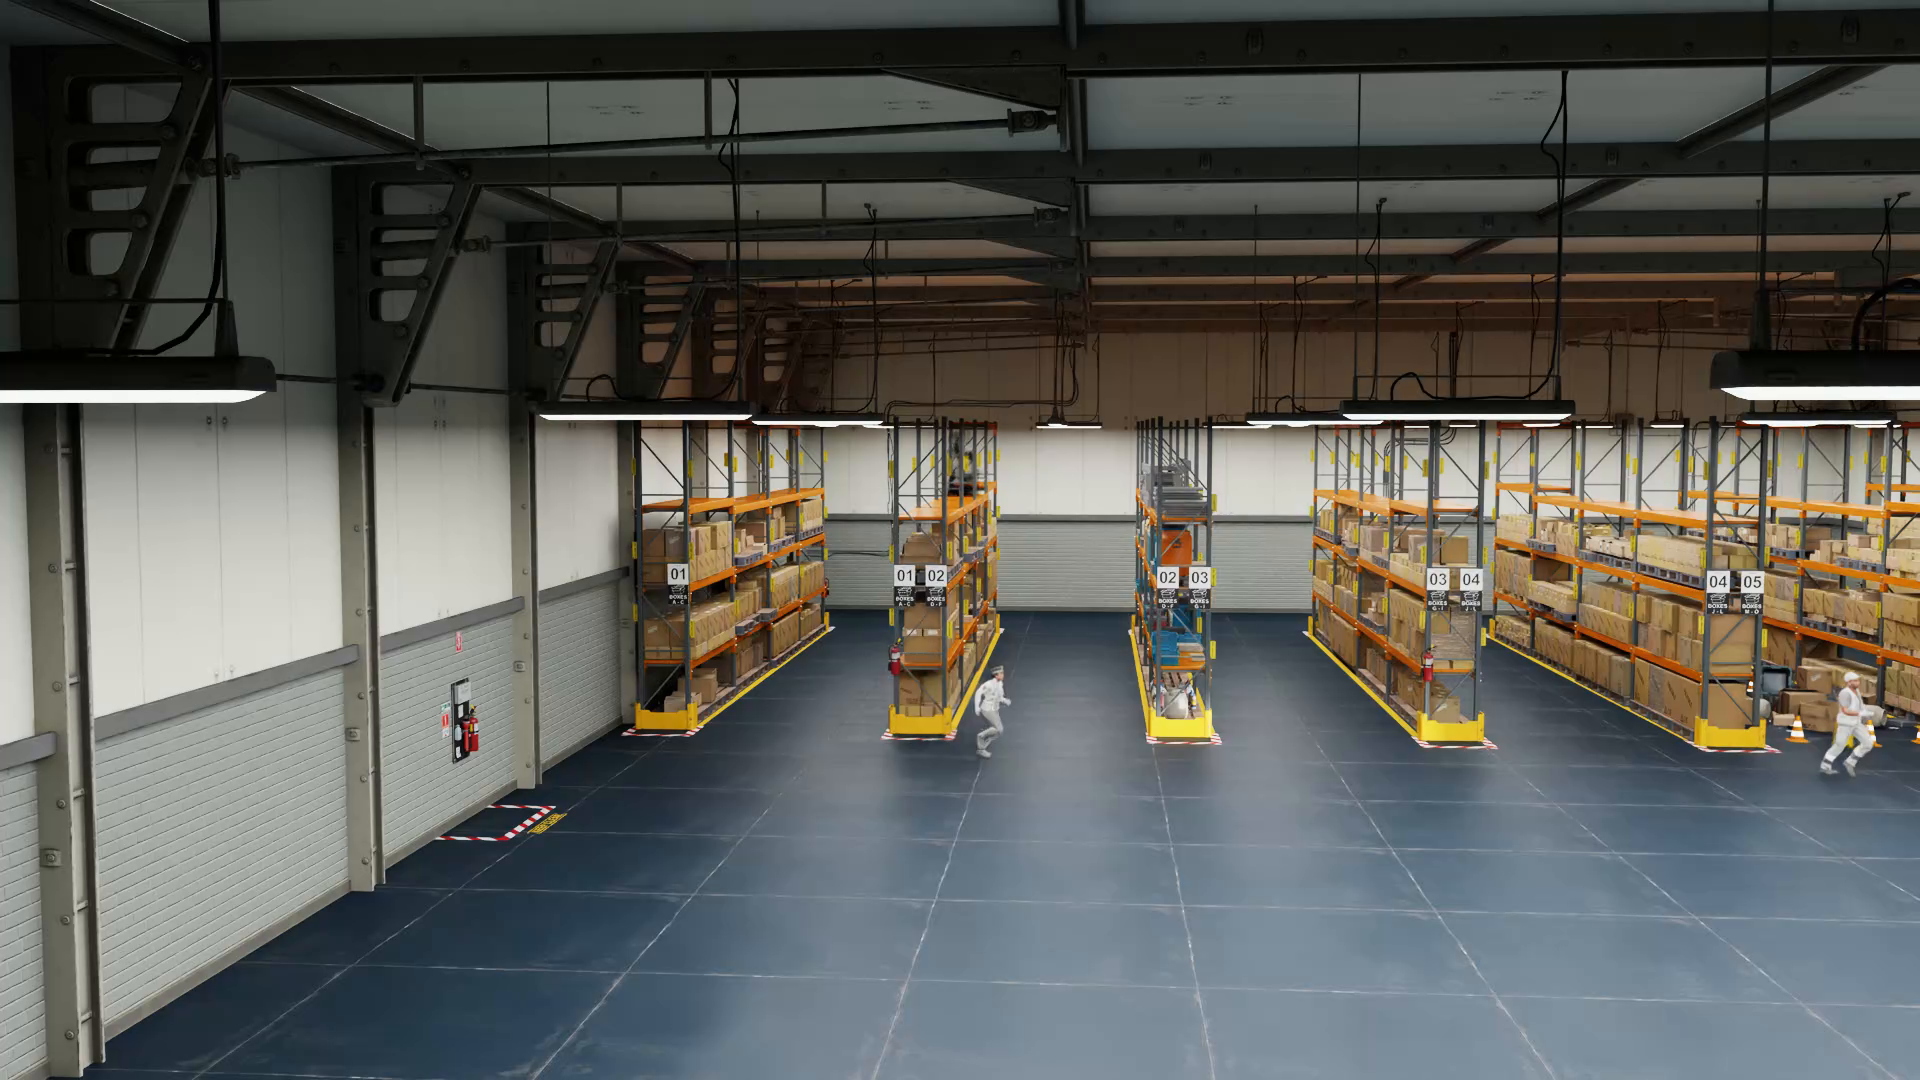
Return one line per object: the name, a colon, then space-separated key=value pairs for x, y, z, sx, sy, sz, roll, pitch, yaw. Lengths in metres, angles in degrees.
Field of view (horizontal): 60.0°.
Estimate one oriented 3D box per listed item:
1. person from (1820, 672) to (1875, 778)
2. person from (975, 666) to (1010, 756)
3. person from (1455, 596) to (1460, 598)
person: x=14.659 y=3.036 z=27.357 sx=0.678 sy=1.754 sz=0.853 roll=-2 pitch=4 yaw=-32
person: x=0.592 y=2.997 z=29.214 sx=0.627 sy=1.608 sz=0.579 roll=2 pitch=4 yaw=25
person: x=13.496 y=1.875 z=45.638 sx=0.588 sy=1.792 sz=0.830 roll=1 pitch=4 yaw=9
